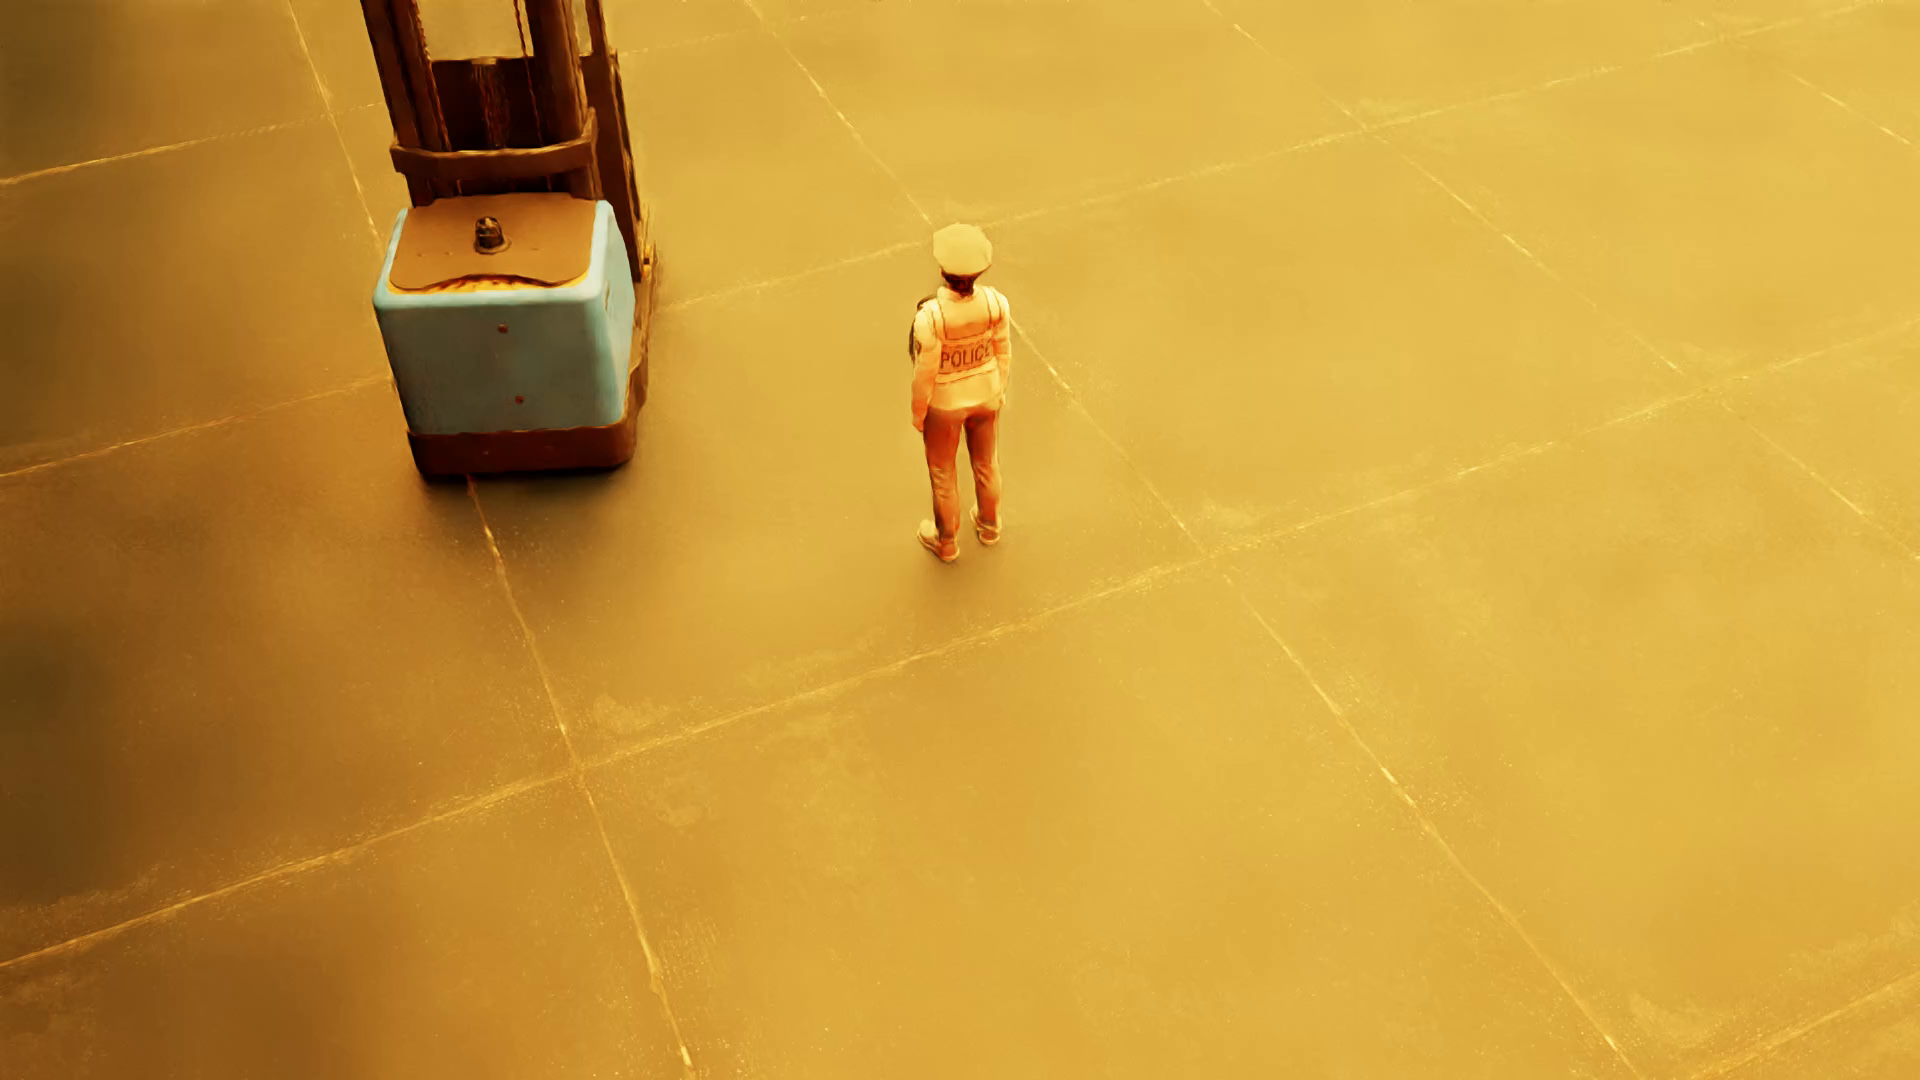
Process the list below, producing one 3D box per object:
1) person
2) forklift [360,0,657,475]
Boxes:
[{"bbox_3d":[-0.007,-0.625,7.263,0.463,1.692,0.337,-18,46,-18],"label":"person"},{"bbox_3d":[-2.253,-2.386,8.237,1.130,2.935,3.031,-3,43,-4],"label":"forklift"}]
